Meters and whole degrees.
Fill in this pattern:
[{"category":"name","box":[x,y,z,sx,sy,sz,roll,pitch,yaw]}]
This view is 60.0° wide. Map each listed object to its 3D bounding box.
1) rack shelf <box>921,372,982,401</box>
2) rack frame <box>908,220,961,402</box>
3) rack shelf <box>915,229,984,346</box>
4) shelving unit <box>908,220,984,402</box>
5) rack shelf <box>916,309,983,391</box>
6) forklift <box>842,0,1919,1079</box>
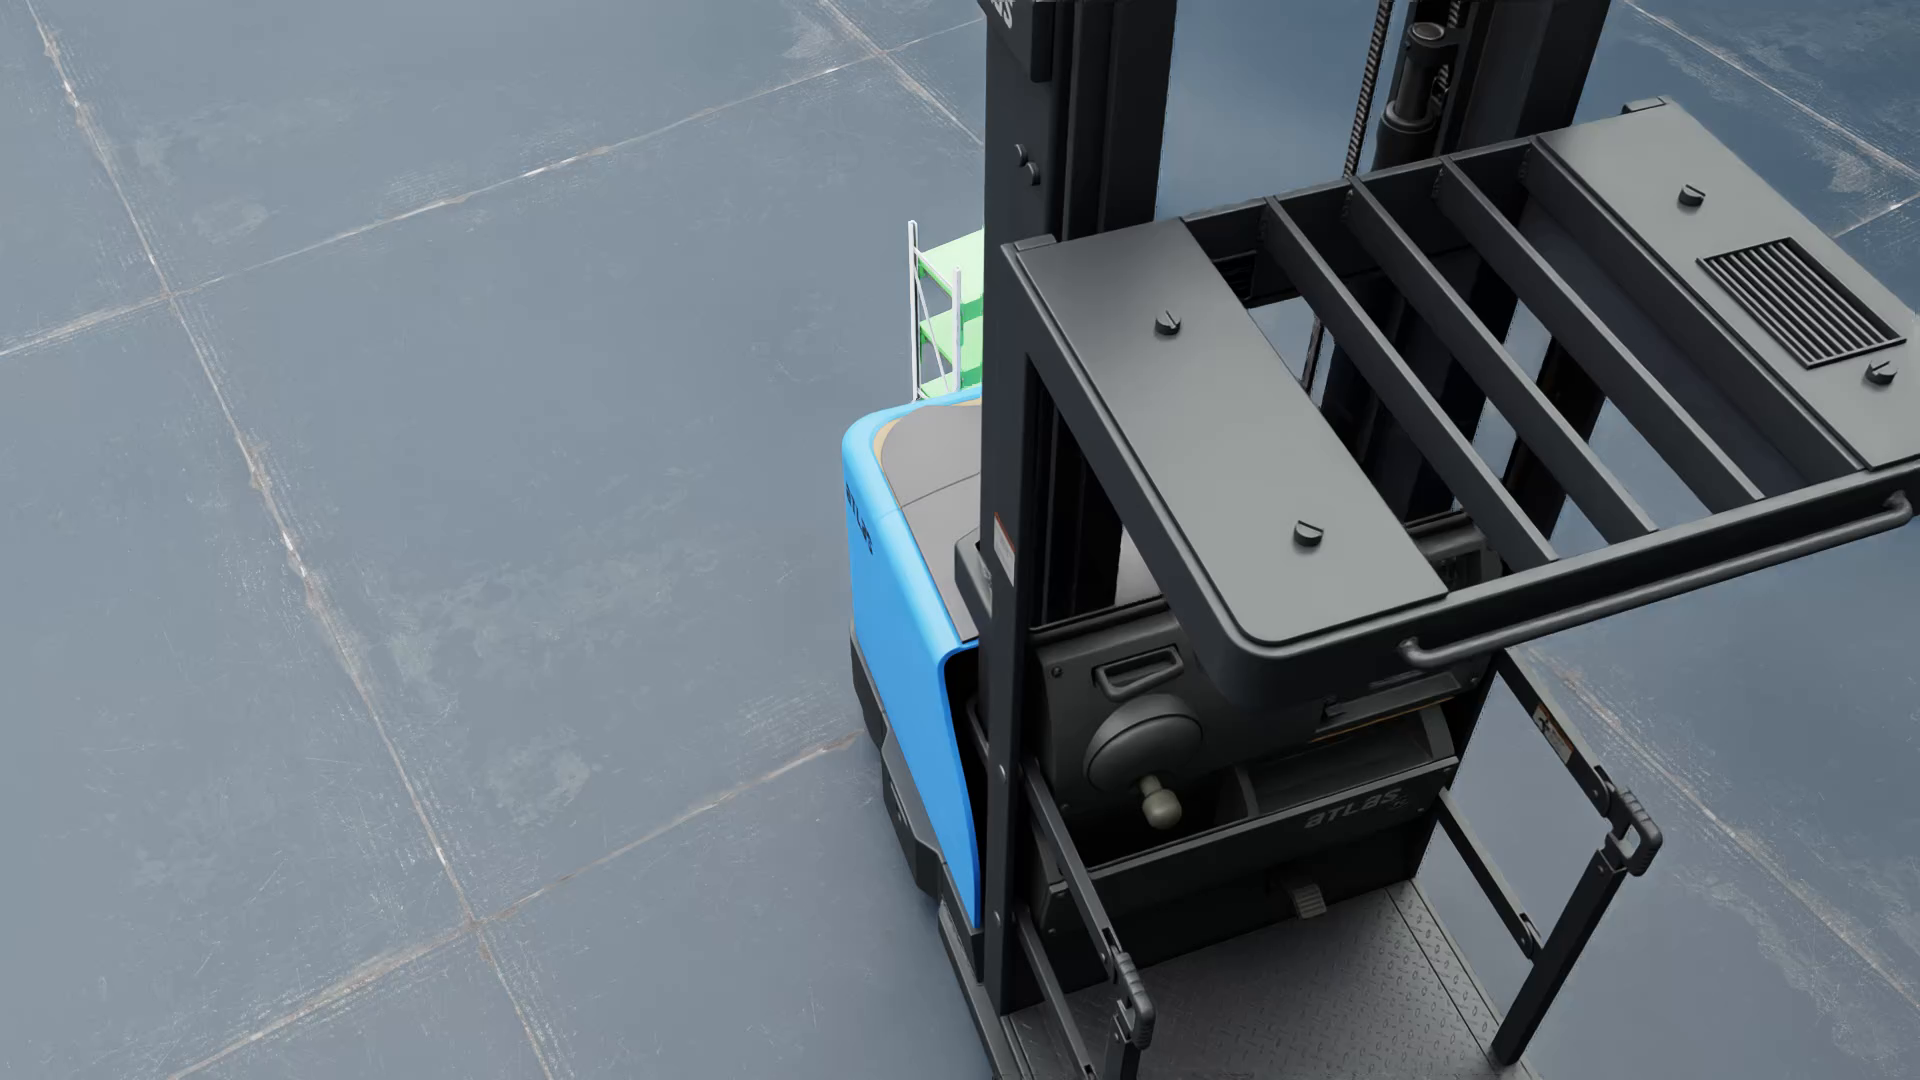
[{"category":"rack shelf","box":[0.140,-0.422,4.908,0.480,0.148,0.258,-25,53,-21]},{"category":"rack frame","box":[-0.066,-0.368,4.774,0.015,1.200,0.240,-25,53,-21]},{"category":"rack shelf","box":[0.140,-0.742,4.550,0.480,0.148,0.258,-25,53,-21]},{"category":"shelving unit","box":[0.140,-0.465,4.861,0.503,1.200,0.258,-25,53,-21]},{"category":"rack shelf","box":[0.140,-0.582,4.729,0.480,0.148,0.258,-25,53,-21]},{"category":"forklift","box":[0.667,0.358,2.968,1.130,2.935,3.031,-15,50,-13]}]
